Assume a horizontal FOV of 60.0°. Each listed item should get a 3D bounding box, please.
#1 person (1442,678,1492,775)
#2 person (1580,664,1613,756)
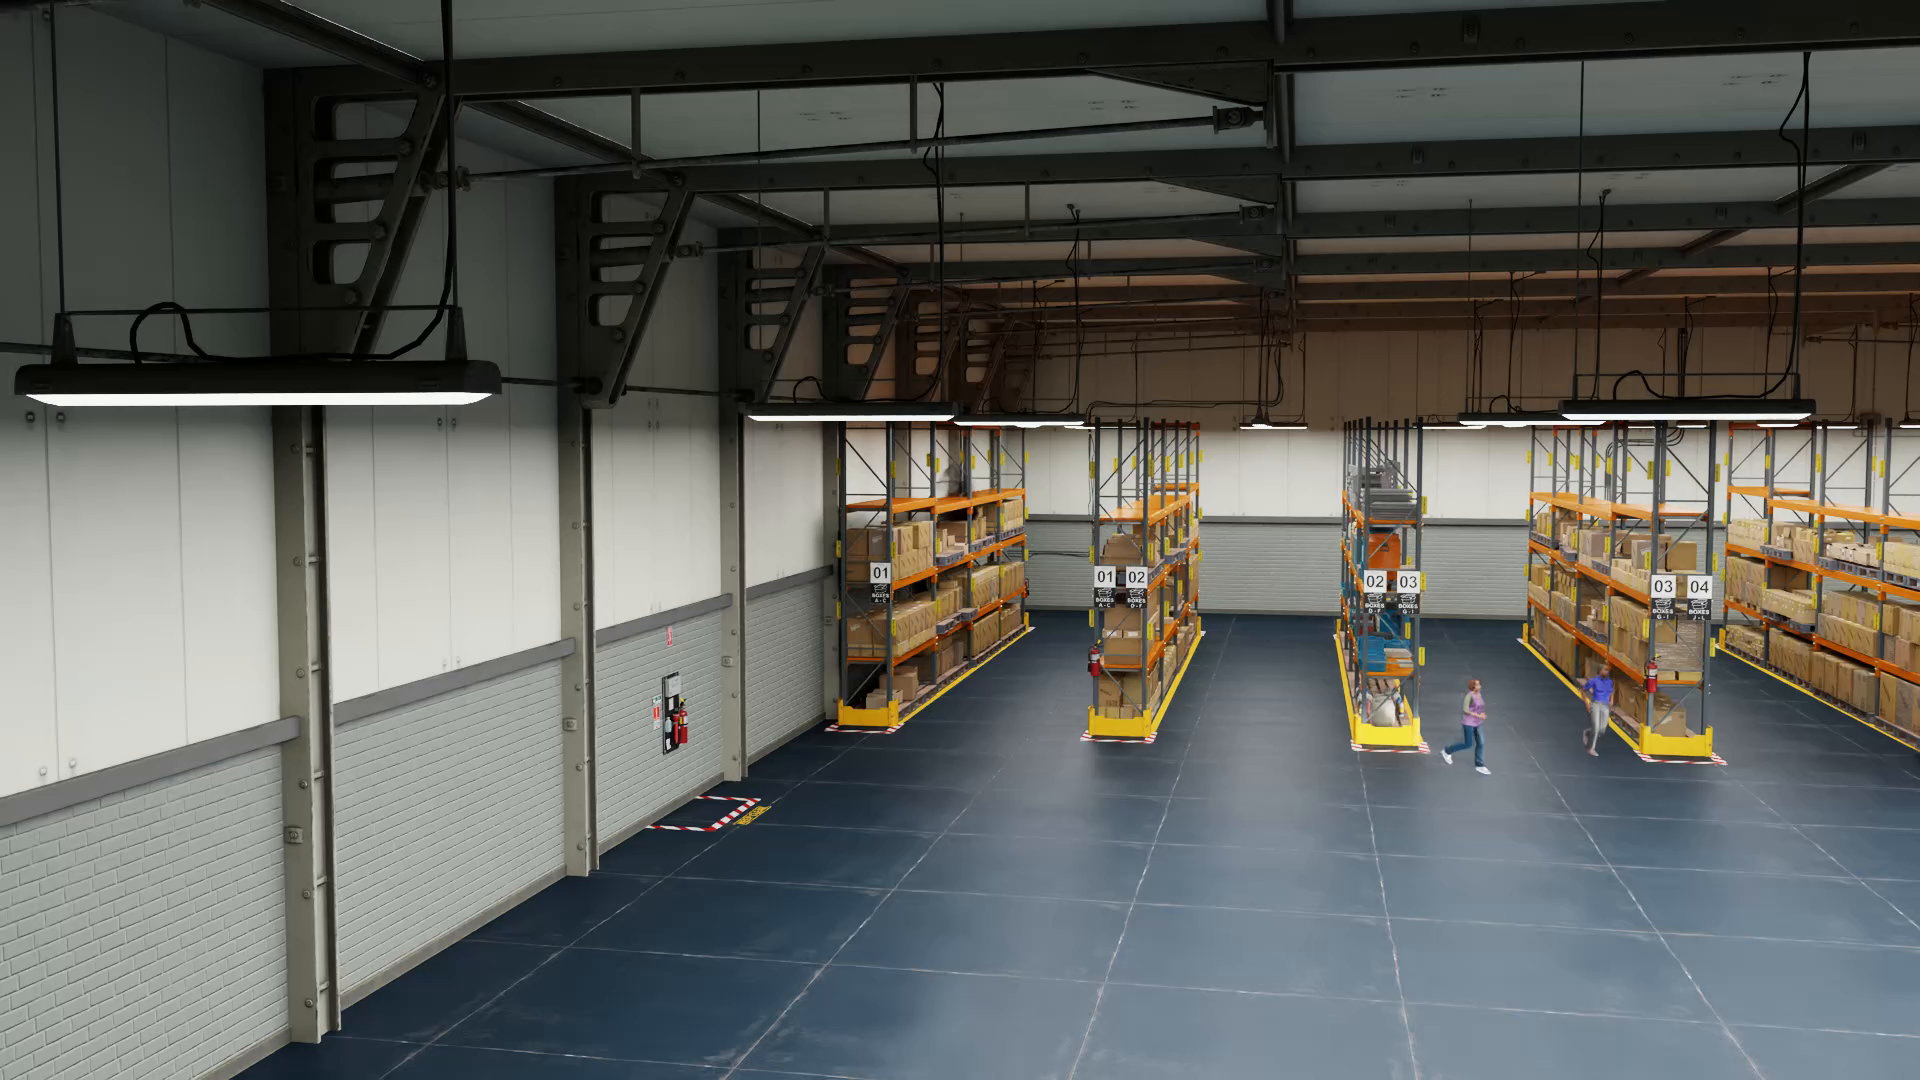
[{"bbox_3d":[8.583,3.118,28.029,0.550,1.597,0.839,-4,5,-45],"label":"person"},{"bbox_3d":[11.383,3.016,29.712,0.617,1.624,0.614,-1,4,-10],"label":"person"}]
